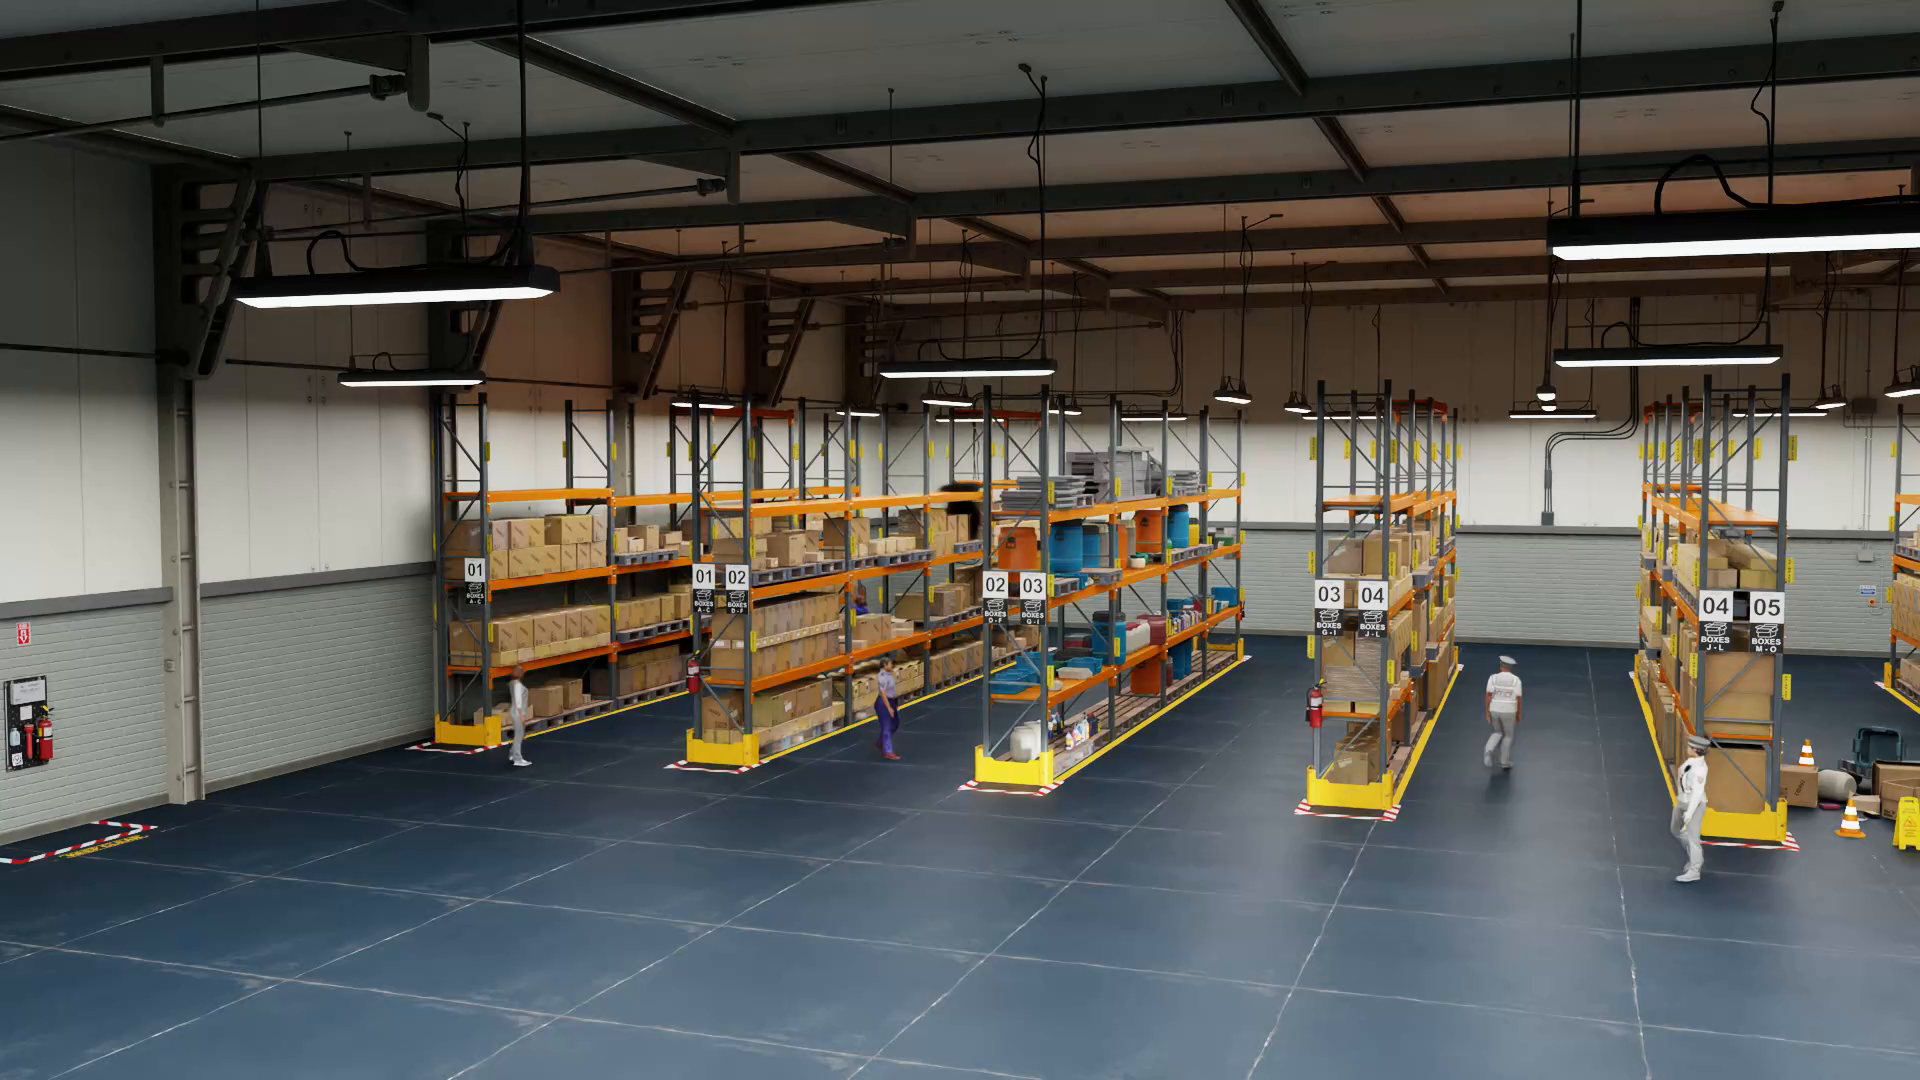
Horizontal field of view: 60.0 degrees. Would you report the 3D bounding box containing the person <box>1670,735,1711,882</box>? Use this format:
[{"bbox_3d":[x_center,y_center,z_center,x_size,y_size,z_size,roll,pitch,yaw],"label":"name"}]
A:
[{"bbox_3d":[8.565,3.115,19.485,0.454,1.682,0.575,0,3,1],"label":"person"}]

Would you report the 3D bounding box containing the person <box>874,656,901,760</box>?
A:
[{"bbox_3d":[-1.173,2.734,27.207,0.491,1.663,0.616,0,3,8],"label":"person"}]

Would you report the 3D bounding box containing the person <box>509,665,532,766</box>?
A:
[{"bbox_3d":[-7.030,2.805,26.536,0.367,1.626,0.502,-1,3,-11],"label":"person"}]

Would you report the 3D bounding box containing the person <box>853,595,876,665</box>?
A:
[{"bbox_3d":[-2.130,2.055,37.222,0.538,1.671,0.620,3,4,41],"label":"person"}]

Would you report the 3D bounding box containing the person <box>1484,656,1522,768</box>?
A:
[{"bbox_3d":[8.546,2.711,26.154,0.534,1.762,0.521,-2,4,-39],"label":"person"}]
